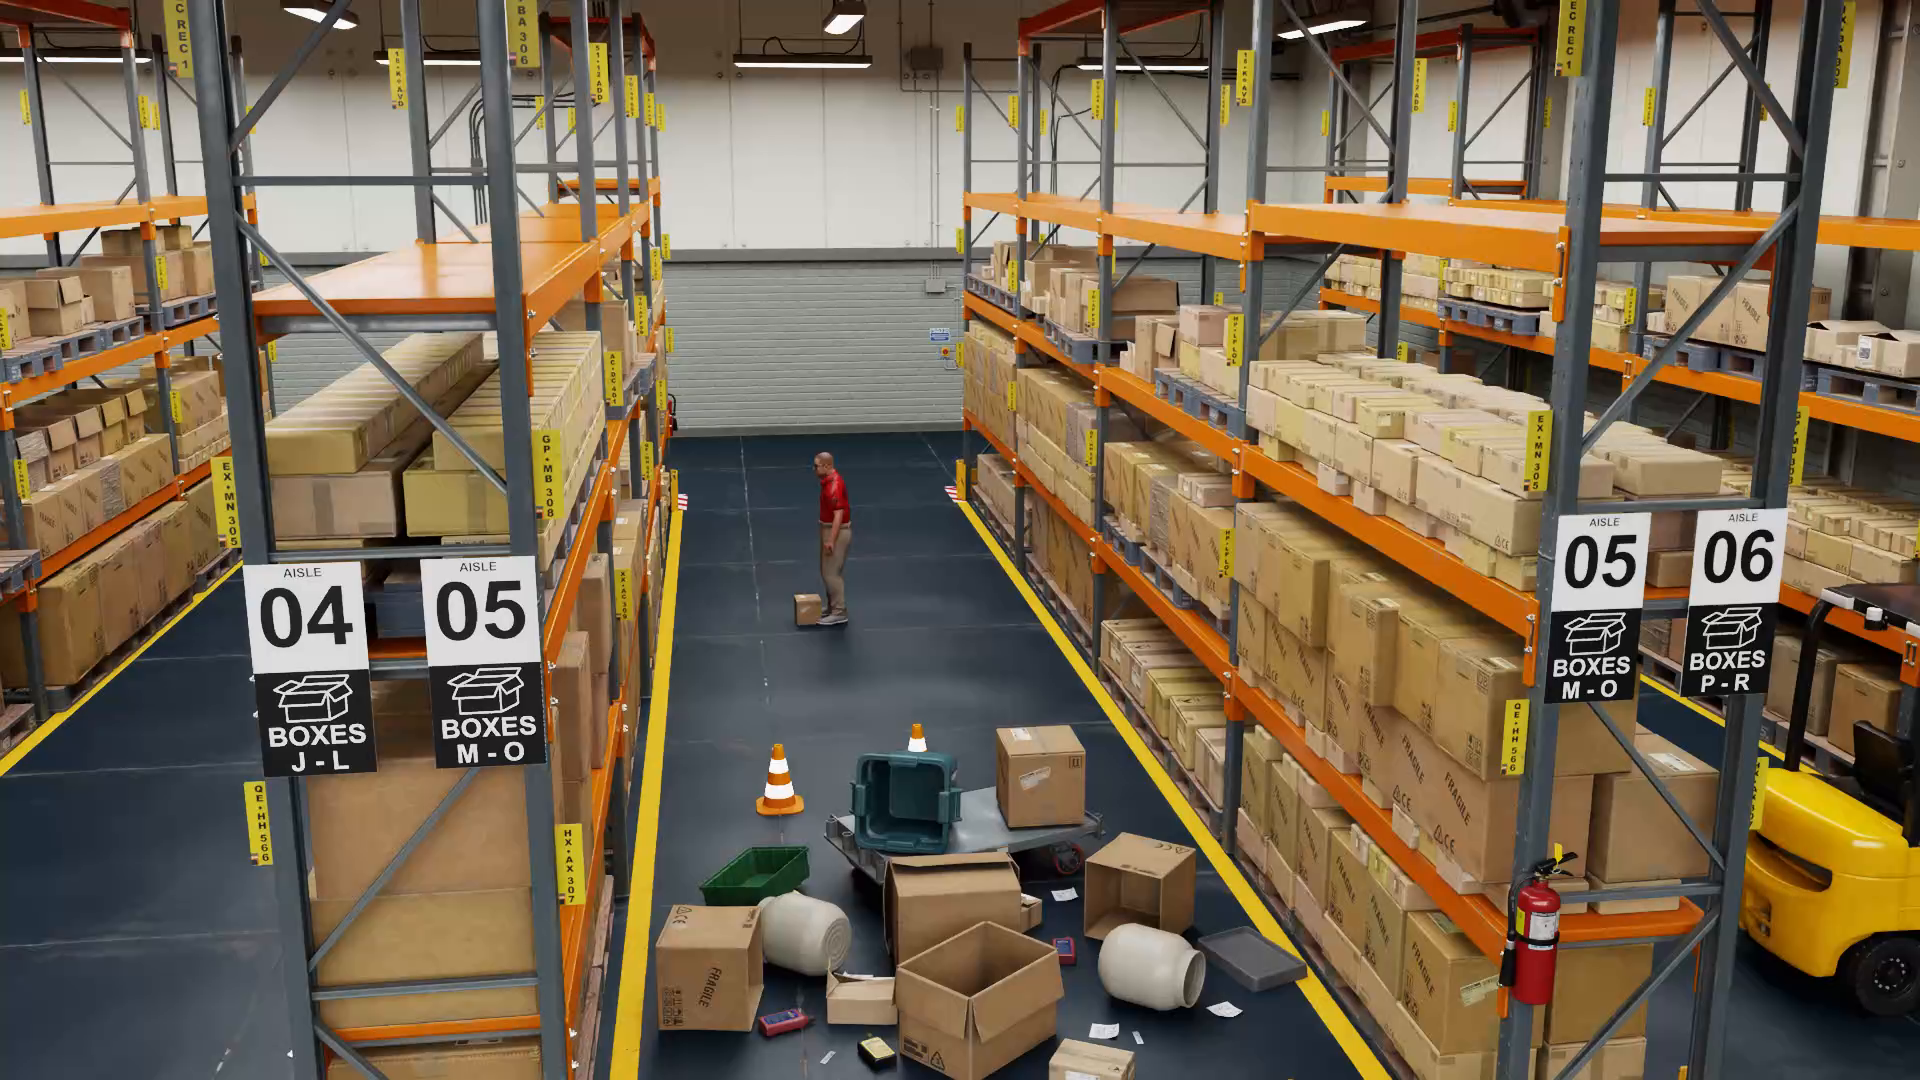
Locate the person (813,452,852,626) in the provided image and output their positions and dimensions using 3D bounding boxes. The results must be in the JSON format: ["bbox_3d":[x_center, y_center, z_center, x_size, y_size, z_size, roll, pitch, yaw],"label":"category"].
[{"bbox_3d":[-1.287,-0.032,16.651,0.395,1.727,0.586,-2,13,-8],"label":"person"}]
